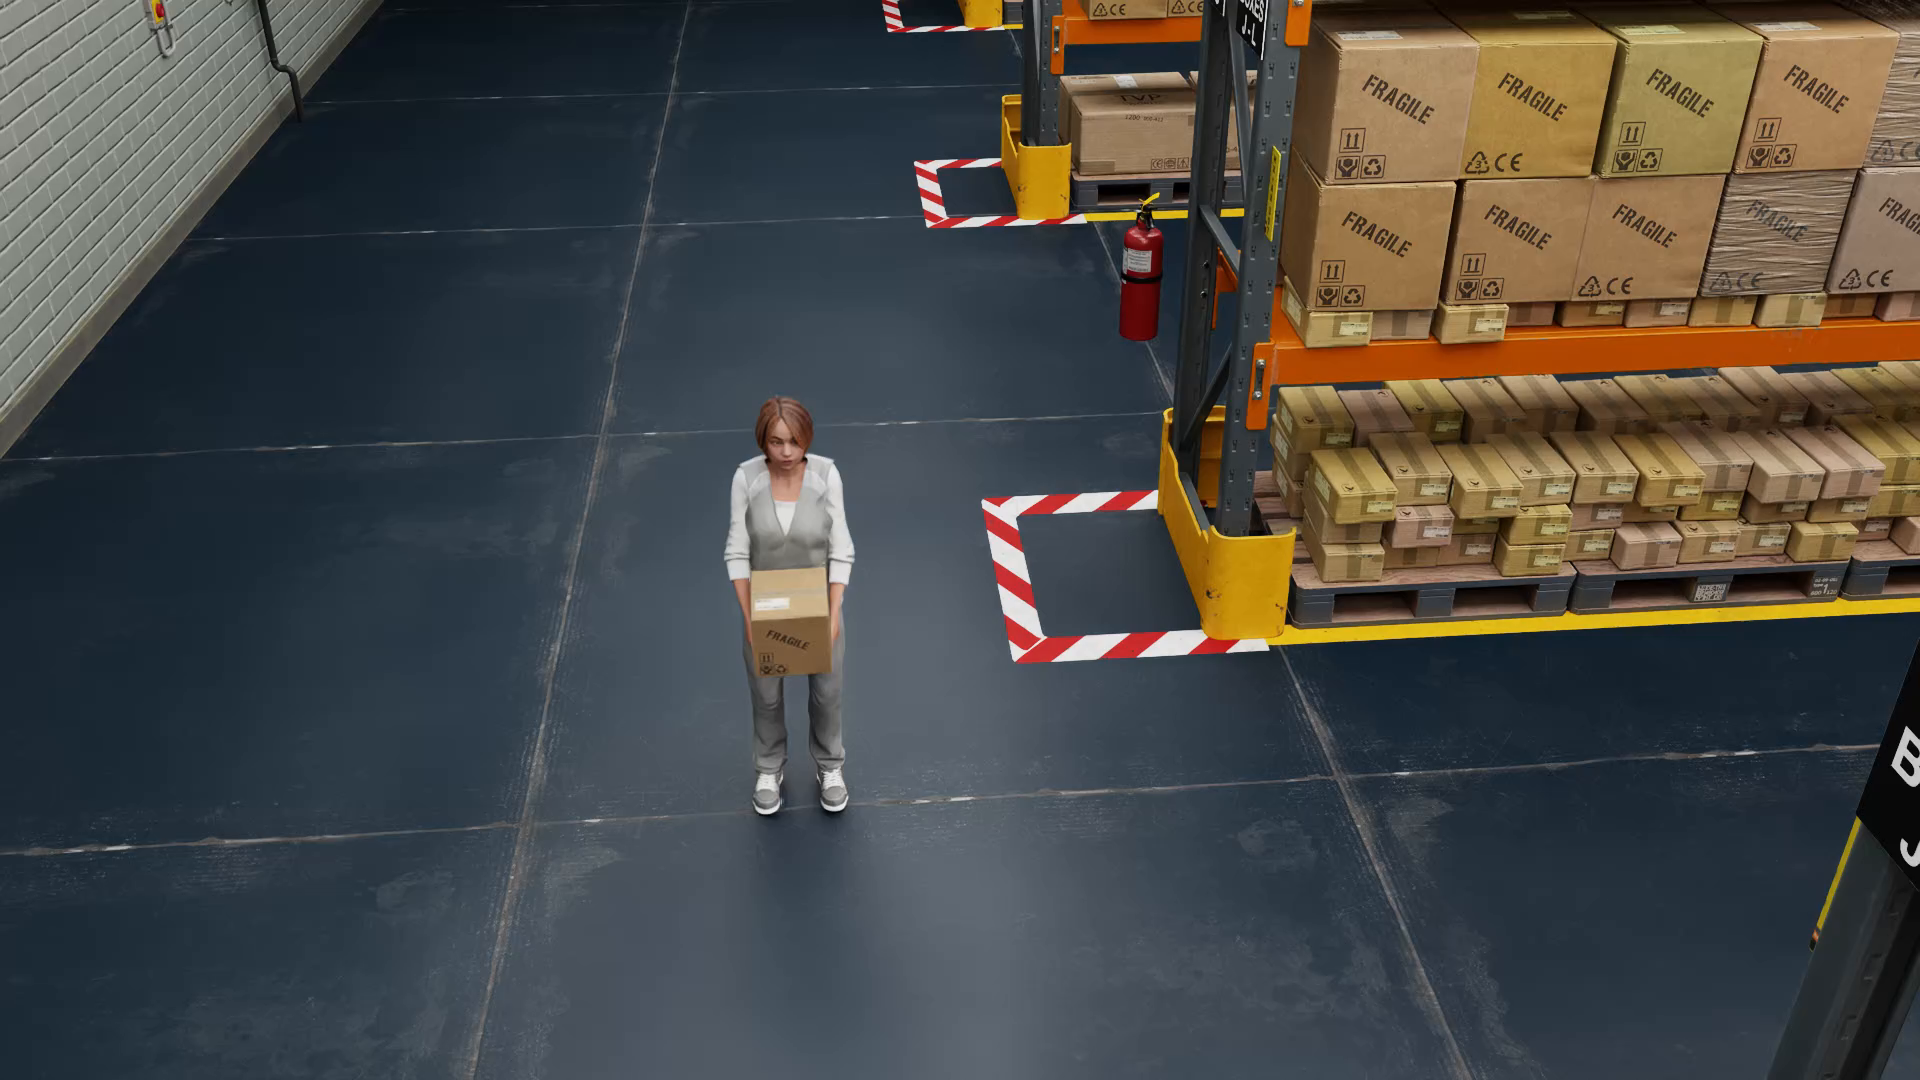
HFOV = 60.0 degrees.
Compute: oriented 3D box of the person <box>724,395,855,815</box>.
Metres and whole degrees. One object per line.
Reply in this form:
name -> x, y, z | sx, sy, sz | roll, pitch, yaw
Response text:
person -> -0.570, 0.277, 5.694 | 0.438, 1.591, 0.471 | -3, 32, -5
